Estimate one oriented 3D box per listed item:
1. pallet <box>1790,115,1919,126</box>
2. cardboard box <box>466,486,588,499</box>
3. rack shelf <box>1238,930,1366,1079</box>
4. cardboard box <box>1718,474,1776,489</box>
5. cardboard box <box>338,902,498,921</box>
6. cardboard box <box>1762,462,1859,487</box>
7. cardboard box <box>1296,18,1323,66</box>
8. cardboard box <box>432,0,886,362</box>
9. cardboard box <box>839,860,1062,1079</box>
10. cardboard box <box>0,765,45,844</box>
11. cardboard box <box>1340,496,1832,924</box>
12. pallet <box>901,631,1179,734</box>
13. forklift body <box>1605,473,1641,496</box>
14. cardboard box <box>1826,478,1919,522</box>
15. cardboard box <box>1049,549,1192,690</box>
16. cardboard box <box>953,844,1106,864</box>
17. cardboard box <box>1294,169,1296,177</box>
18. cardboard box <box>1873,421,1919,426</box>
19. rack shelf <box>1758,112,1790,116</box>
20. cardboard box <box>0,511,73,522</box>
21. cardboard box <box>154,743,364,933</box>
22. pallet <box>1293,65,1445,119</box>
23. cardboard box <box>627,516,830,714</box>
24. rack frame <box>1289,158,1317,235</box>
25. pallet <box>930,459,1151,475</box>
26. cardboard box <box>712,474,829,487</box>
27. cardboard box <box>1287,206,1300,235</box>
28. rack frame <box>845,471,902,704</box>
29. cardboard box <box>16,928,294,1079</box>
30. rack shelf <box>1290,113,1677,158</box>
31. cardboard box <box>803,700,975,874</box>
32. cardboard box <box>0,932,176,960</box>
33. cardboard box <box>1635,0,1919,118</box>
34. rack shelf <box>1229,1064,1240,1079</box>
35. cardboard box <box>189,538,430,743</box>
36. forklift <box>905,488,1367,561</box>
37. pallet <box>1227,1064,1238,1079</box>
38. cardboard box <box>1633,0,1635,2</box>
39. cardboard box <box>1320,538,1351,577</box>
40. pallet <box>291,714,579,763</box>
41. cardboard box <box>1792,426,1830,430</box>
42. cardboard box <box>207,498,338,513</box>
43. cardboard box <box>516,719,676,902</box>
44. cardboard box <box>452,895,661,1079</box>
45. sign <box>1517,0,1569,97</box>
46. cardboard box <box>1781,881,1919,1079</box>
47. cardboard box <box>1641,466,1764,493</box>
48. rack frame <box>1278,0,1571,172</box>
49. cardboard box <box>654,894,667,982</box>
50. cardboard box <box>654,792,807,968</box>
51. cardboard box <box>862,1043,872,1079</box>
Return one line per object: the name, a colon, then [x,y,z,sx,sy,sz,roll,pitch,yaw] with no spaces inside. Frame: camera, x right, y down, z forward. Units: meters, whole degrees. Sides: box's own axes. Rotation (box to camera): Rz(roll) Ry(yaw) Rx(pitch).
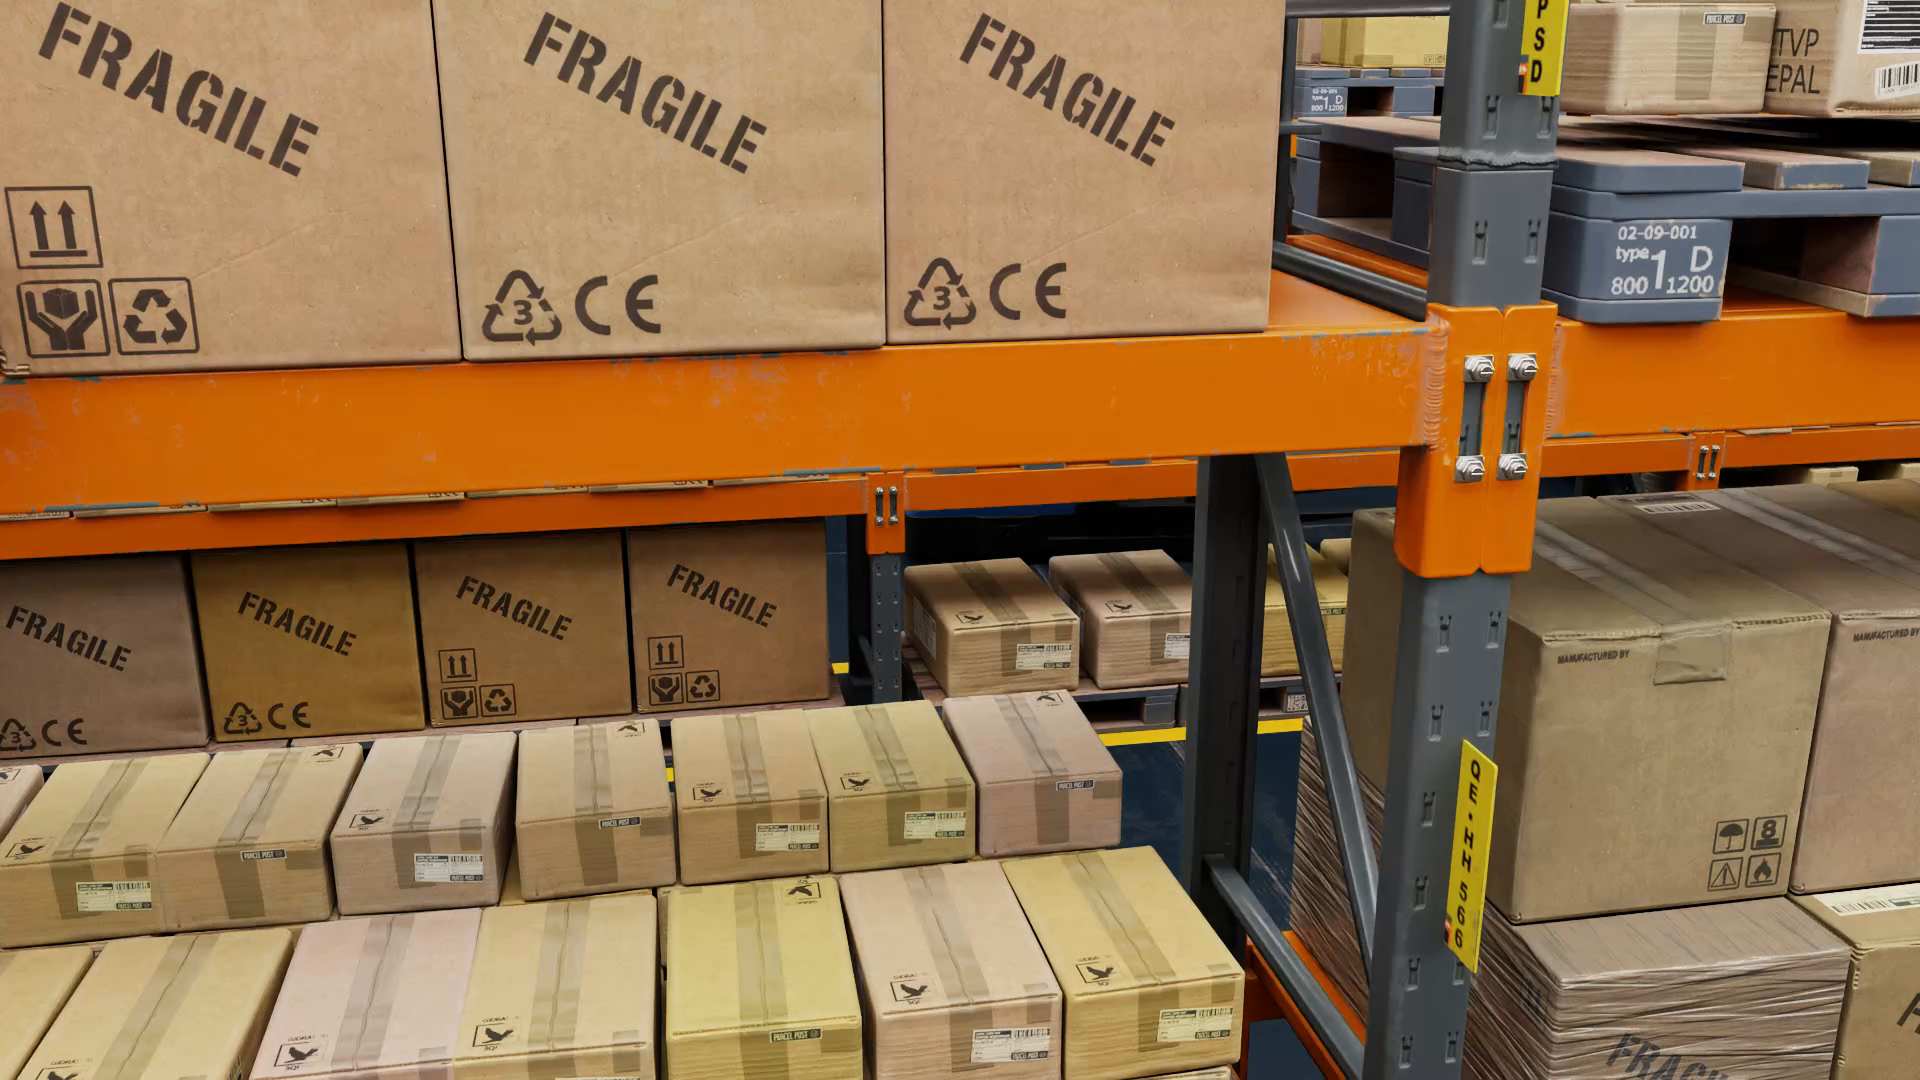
pallet: [2.338,-0.644,3.013,1.213,0.211,1.003,-2,17,-8]
cardboard box: [-1.864,-0.376,7.184,0.500,0.250,0.500,-3,17,-11]
rack shelf: [2.582,1.046,3.522,4.000,0.370,1.077,-3,17,-10]
cardboard box: [4.138,-0.030,8.492,0.500,0.500,0.500,-2,17,-8]
cardboard box: [-0.914,0.619,2.893,0.250,0.149,0.380,-3,17,-10]
cardboard box: [4.272,-0.330,8.363,0.250,0.149,0.380,-3,17,-10]
cardboard box: [1.869,-2.413,7.992,0.500,0.250,0.500,-3,17,-11]
cardboard box: [-0.383,-0.531,2.153,0.500,0.500,0.500,-3,17,-10]
cardboard box: [-0.023,0.622,2.379,0.250,0.149,0.380,-3,17,-11]
cardboard box: [-1.672,0.521,2.707,0.250,0.149,0.380,-4,18,-13]
cardboard box: [1.061,0.266,2.964,0.500,0.500,0.700,-3,17,-11]
pallet: [0.347,0.682,8.231,1.213,0.211,1.003,-3,17,-10]
forklift body: [4.974,-1.447,11.858,1.214,2.155,2.313,-3,17,-10]
cardboard box: [2.060,0.208,3.152,0.500,0.500,0.700,-4,17,-11]
cardboard box: [0.859,0.376,8.240,0.625,0.372,0.950,-4,17,-12]
cardboard box: [0.106,0.560,3.086,0.250,0.149,0.380,-2,17,-8]
cardboard box: [2.818,-2.866,13.252,0.250,0.149,0.380,-3,17,-10]
cardboard box: [4.620,-0.692,8.383,0.250,0.149,0.380,-3,17,-9]
rack shelf: [5.471,-2.032,8.434,4.000,0.370,1.077,-3,17,-10]
cardboard box: [-3.865,-0.261,6.810,0.500,0.250,0.500,-4,17,-12]
cardboard box: [-1.163,0.492,2.799,0.250,0.149,0.380,-3,17,-9]
pallet: [1.863,-2.112,7.791,1.003,0.211,1.213,-3,17,-10]
cardboard box: [-1.114,0.222,7.884,0.875,0.875,0.875,-3,17,-11]
rack frame: [2.562,-2.261,13.064,0.127,3.000,1.000,-3,17,-10]
pallet: [0.259,-0.586,7.938,1.003,0.211,1.213,-3,17,-10]
cardboard box: [-0.867,-0.433,7.368,0.500,0.250,0.500,-4,17,-12]
cardboard box: [2.952,-2.412,13.385,0.500,0.500,0.500,-3,17,-11]
rack frame: [-0.420,-0.608,7.681,0.127,3.000,1.000,-3,17,-10]
cardboard box: [-1.046,0.680,2.190,0.250,0.149,0.380,-2,17,-8]
rack shelf: [1.544,-1.809,7.709,4.000,0.370,1.077,-3,17,-10]
cardboard box: [-0.136,0.434,2.988,0.250,0.149,0.380,-4,17,-12]
cardboard box: [-1.423,0.648,2.798,0.250,0.149,0.380,-3,17,-8]
cardboard box: [1.371,-0.803,2.474,0.500,0.311,0.500,-3,17,-10]
rack shelf: [-1.346,1.269,2.796,4.000,0.370,1.077,-3,17,-10]
cardboard box: [-2.869,0.320,7.564,0.875,0.875,0.875,-3,17,-9]
forklift: [1.124,-1.427,10.467,3.031,2.935,1.130,-1,17,-4]
pallet: [-0.061,0.976,2.852,1.003,0.211,1.213,-3,17,-10]
cardboard box: [1.587,-0.971,3.021,0.500,0.311,0.500,-3,17,-10]
cardboard box: [2.287,0.296,8.499,0.625,0.372,0.950,-2,17,-7]
pallet: [-2.404,0.815,7.800,1.213,0.211,1.003,-3,17,-10]
cardboard box: [4.115,-0.664,8.294,0.250,0.149,0.380,-3,17,-9]
cardboard box: [-2.851,-0.315,6.983,0.500,0.250,0.500,-3,17,-11]
cardboard box: [-0.638,0.461,2.900,0.250,0.149,0.380,-4,18,-13]
cardboard box: [-0.542,0.652,2.279,0.250,0.149,0.380,-3,17,-9]
sign: [0.719,-0.711,2.027,0.005,0.325,0.100,-3,17,-10]
cardboard box: [1.609,0.790,2.962,0.500,0.500,0.500,-3,17,-11]
cardboard box: [4.037,-0.185,8.997,0.500,0.500,0.500,-3,17,-11]
rack frame: [0.618,-2.054,2.172,0.127,3.000,1.000,-3,17,-10]
cardboard box: [-0.652,0.745,2.989,0.250,0.149,0.380,-2,17,-8]
cardboard box: [-0.422,0.592,2.983,0.250,0.149,0.380,-4,17,-12]
cardboard box: [-0.042,0.765,2.418,0.250,0.149,0.380,-3,17,-8]
